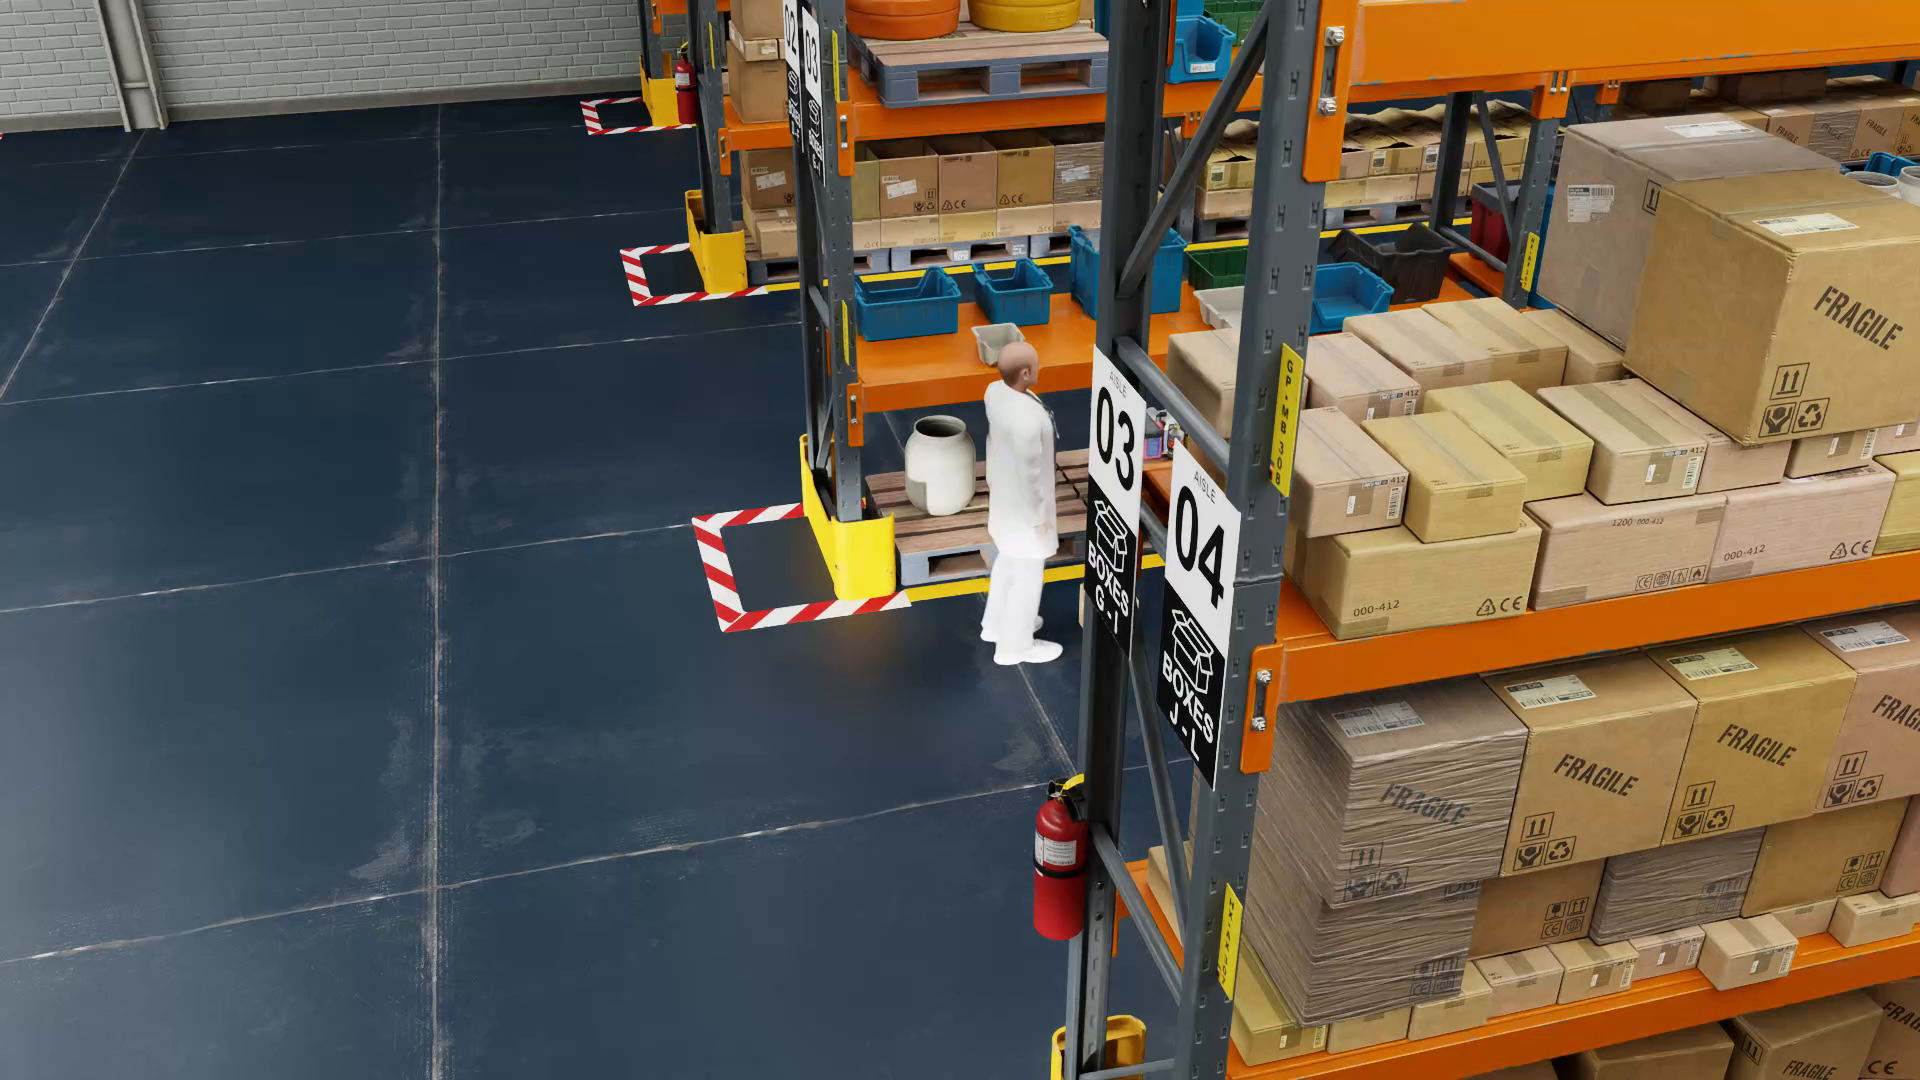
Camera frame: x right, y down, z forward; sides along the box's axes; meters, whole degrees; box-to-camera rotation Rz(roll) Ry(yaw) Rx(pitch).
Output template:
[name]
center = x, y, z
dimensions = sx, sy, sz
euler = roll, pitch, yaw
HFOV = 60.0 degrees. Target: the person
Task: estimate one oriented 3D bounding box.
[person]
center = 0.325, -0.201, 8.612
dimensions = 0.376, 1.779, 0.561
euler = -8, 31, -14
